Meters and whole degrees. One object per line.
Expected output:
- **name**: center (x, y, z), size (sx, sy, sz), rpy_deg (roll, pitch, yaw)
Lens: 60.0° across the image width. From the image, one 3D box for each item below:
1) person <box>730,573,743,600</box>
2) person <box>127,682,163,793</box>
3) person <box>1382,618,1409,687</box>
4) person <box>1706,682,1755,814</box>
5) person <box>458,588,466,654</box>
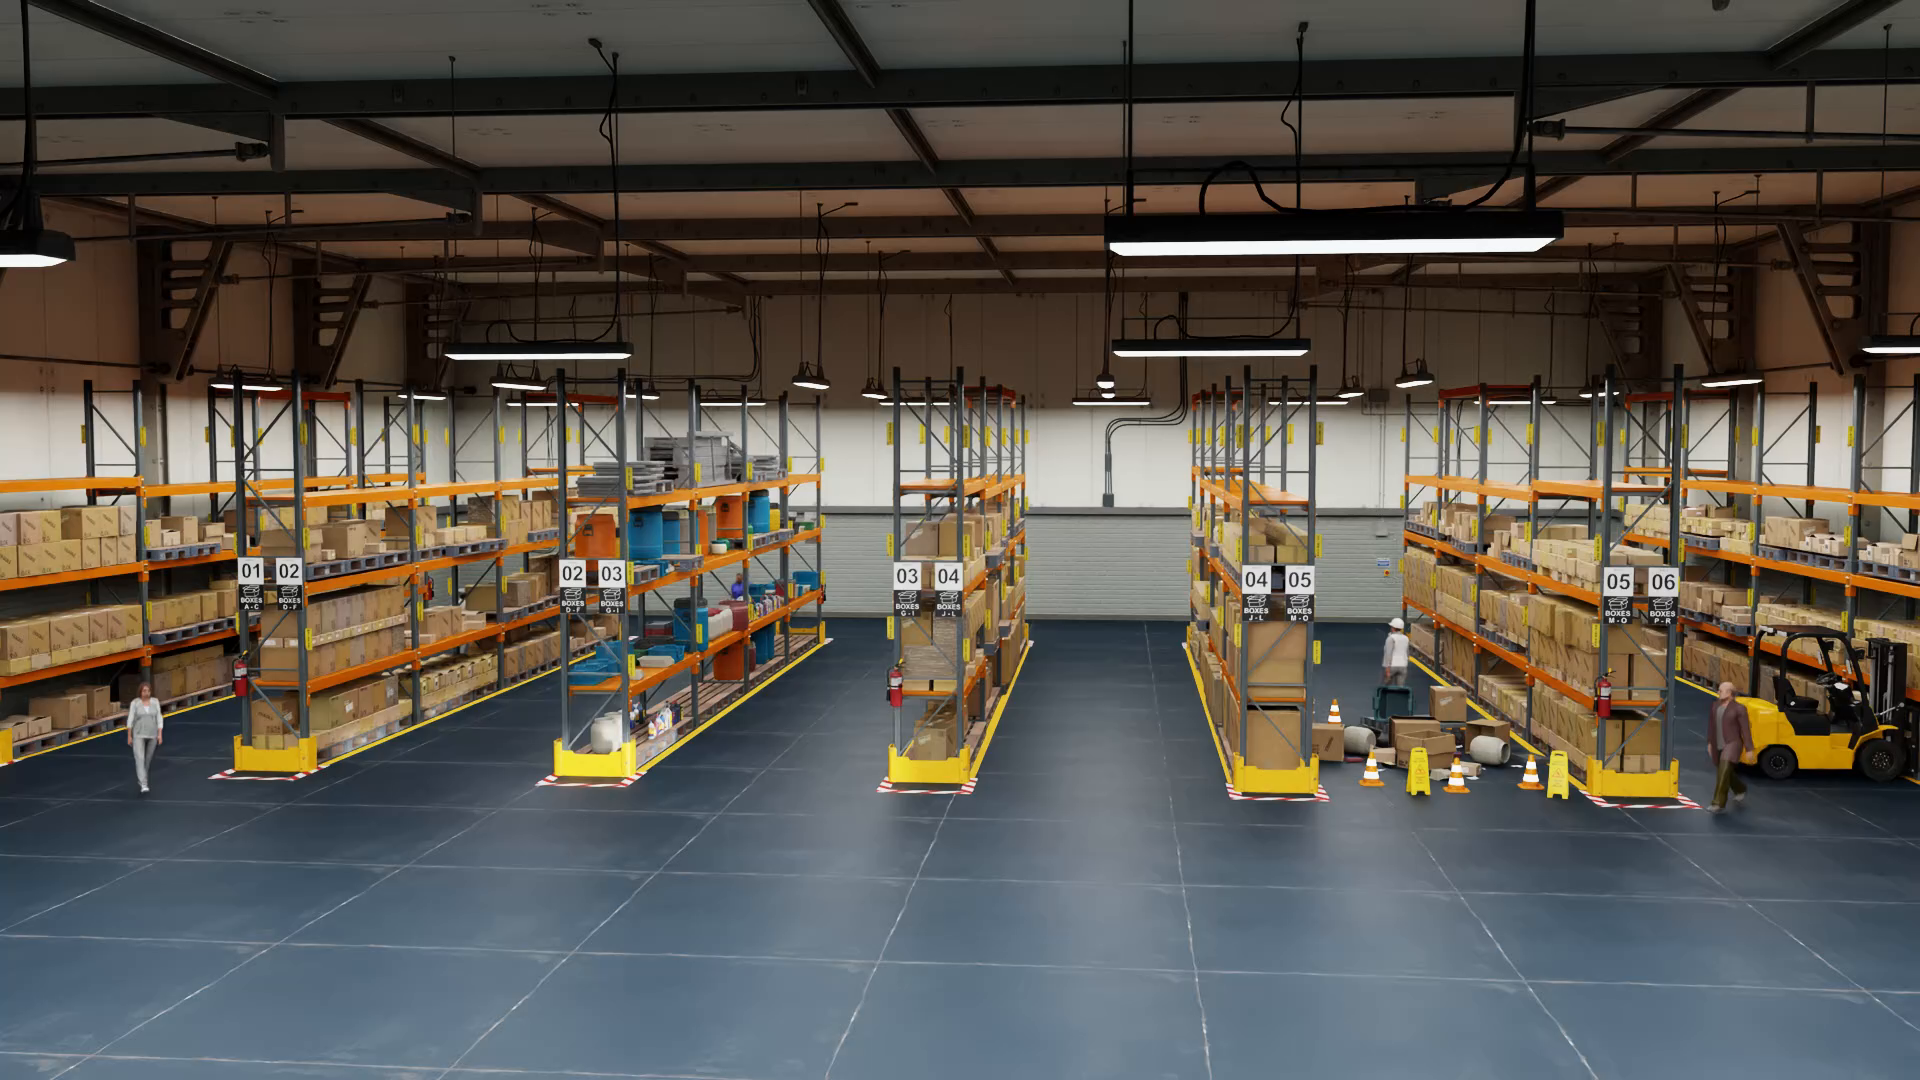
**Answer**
- **person**: center (-5.475, 1.617, 41.202), size (0.479, 1.592, 1.028), rpy_deg (0, 4, 7)
- **person**: center (-11.408, 2.759, 23.307), size (0.975, 1.540, 0.455), rpy_deg (4, 5, 45)
- **person**: center (7.783, 2.305, 29.612), size (0.516, 1.821, 0.613), rpy_deg (0, 4, -2)
- **person**: center (10.279, 2.755, 22.220), size (1.119, 1.729, 0.698), rpy_deg (-2, 4, -31)
- **person**: center (-10.933, 1.897, 36.418), size (0.520, 1.673, 0.423), rpy_deg (-1, 4, -9)
